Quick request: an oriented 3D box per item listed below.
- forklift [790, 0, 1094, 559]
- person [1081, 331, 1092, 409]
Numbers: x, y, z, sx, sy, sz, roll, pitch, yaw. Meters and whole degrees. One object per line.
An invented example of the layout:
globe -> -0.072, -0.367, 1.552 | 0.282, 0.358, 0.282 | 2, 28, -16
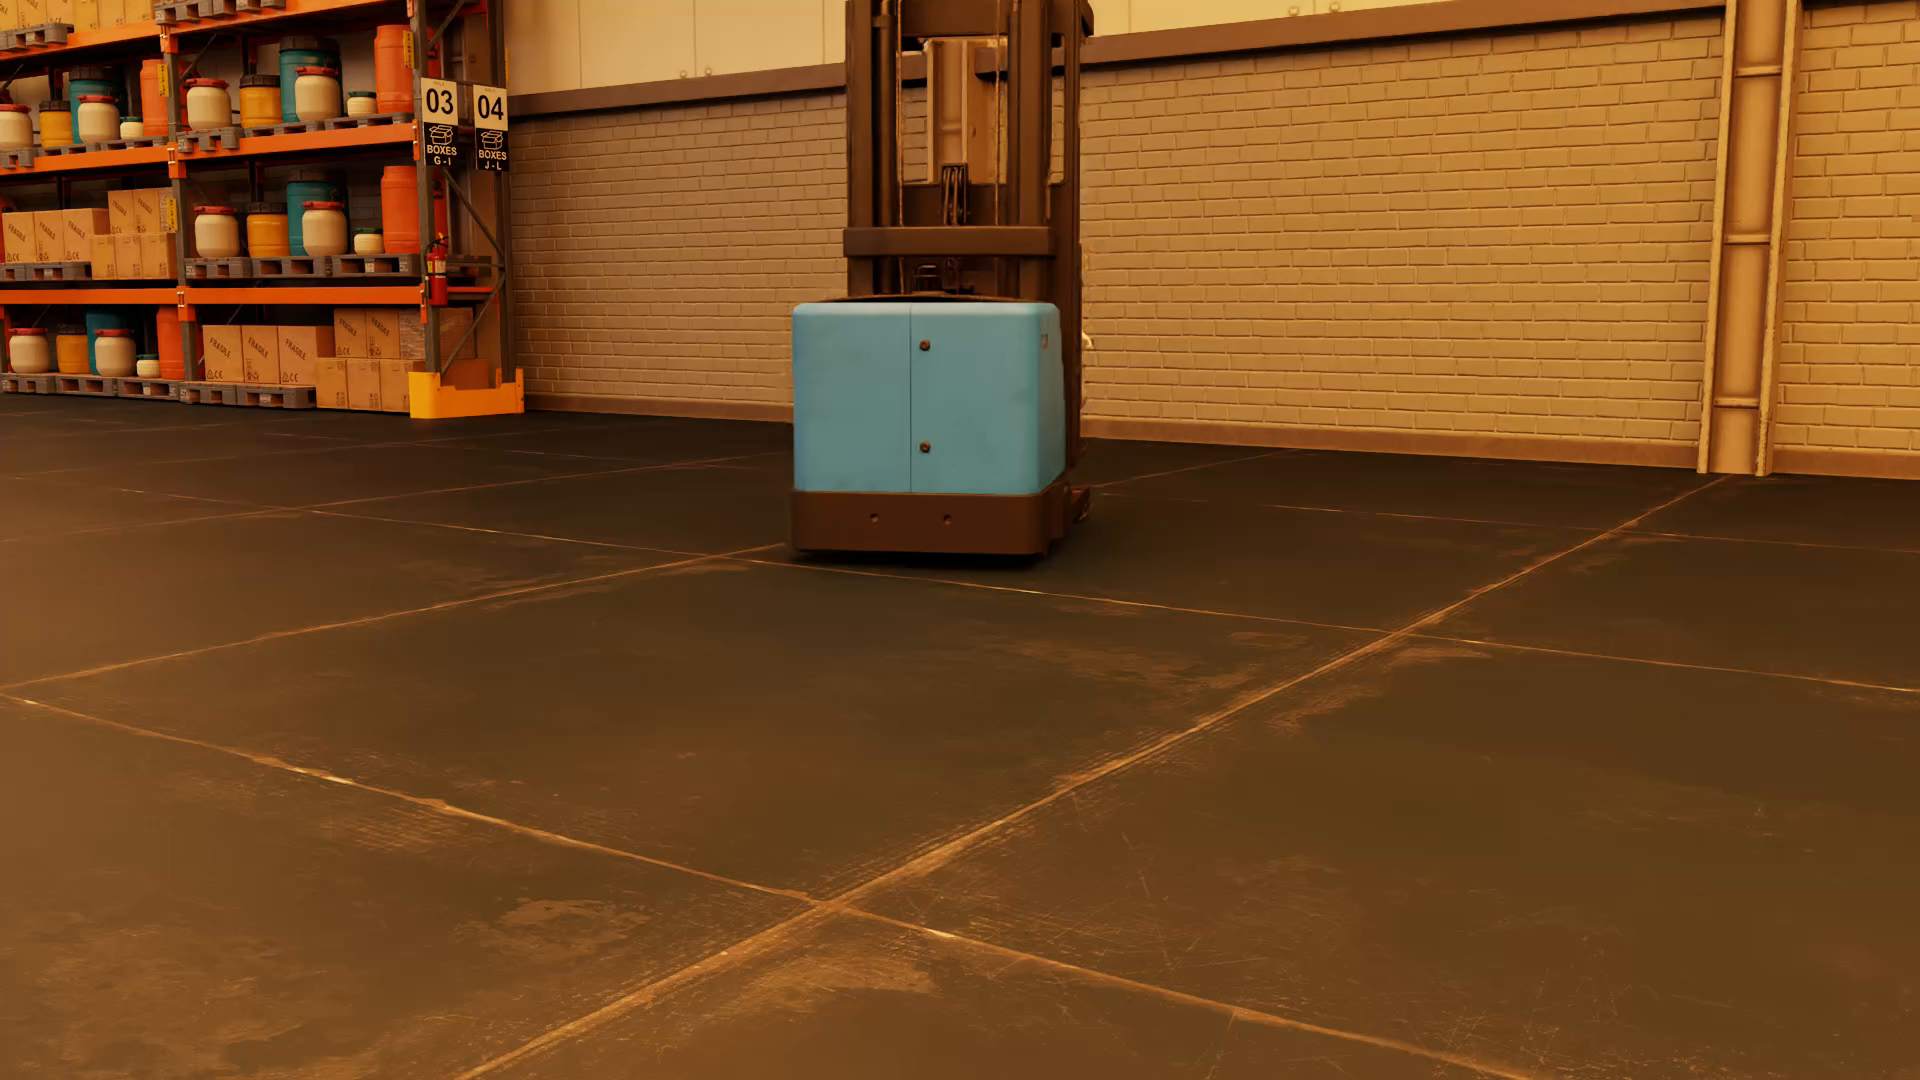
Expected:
forklift -> 0.053, -1.540, 8.023 | 1.130, 2.935, 3.031 | 1, 8, 10
person -> 0.466, -1.171, 10.450 | 0.782, 1.513, 0.638 | -7, 11, -41
